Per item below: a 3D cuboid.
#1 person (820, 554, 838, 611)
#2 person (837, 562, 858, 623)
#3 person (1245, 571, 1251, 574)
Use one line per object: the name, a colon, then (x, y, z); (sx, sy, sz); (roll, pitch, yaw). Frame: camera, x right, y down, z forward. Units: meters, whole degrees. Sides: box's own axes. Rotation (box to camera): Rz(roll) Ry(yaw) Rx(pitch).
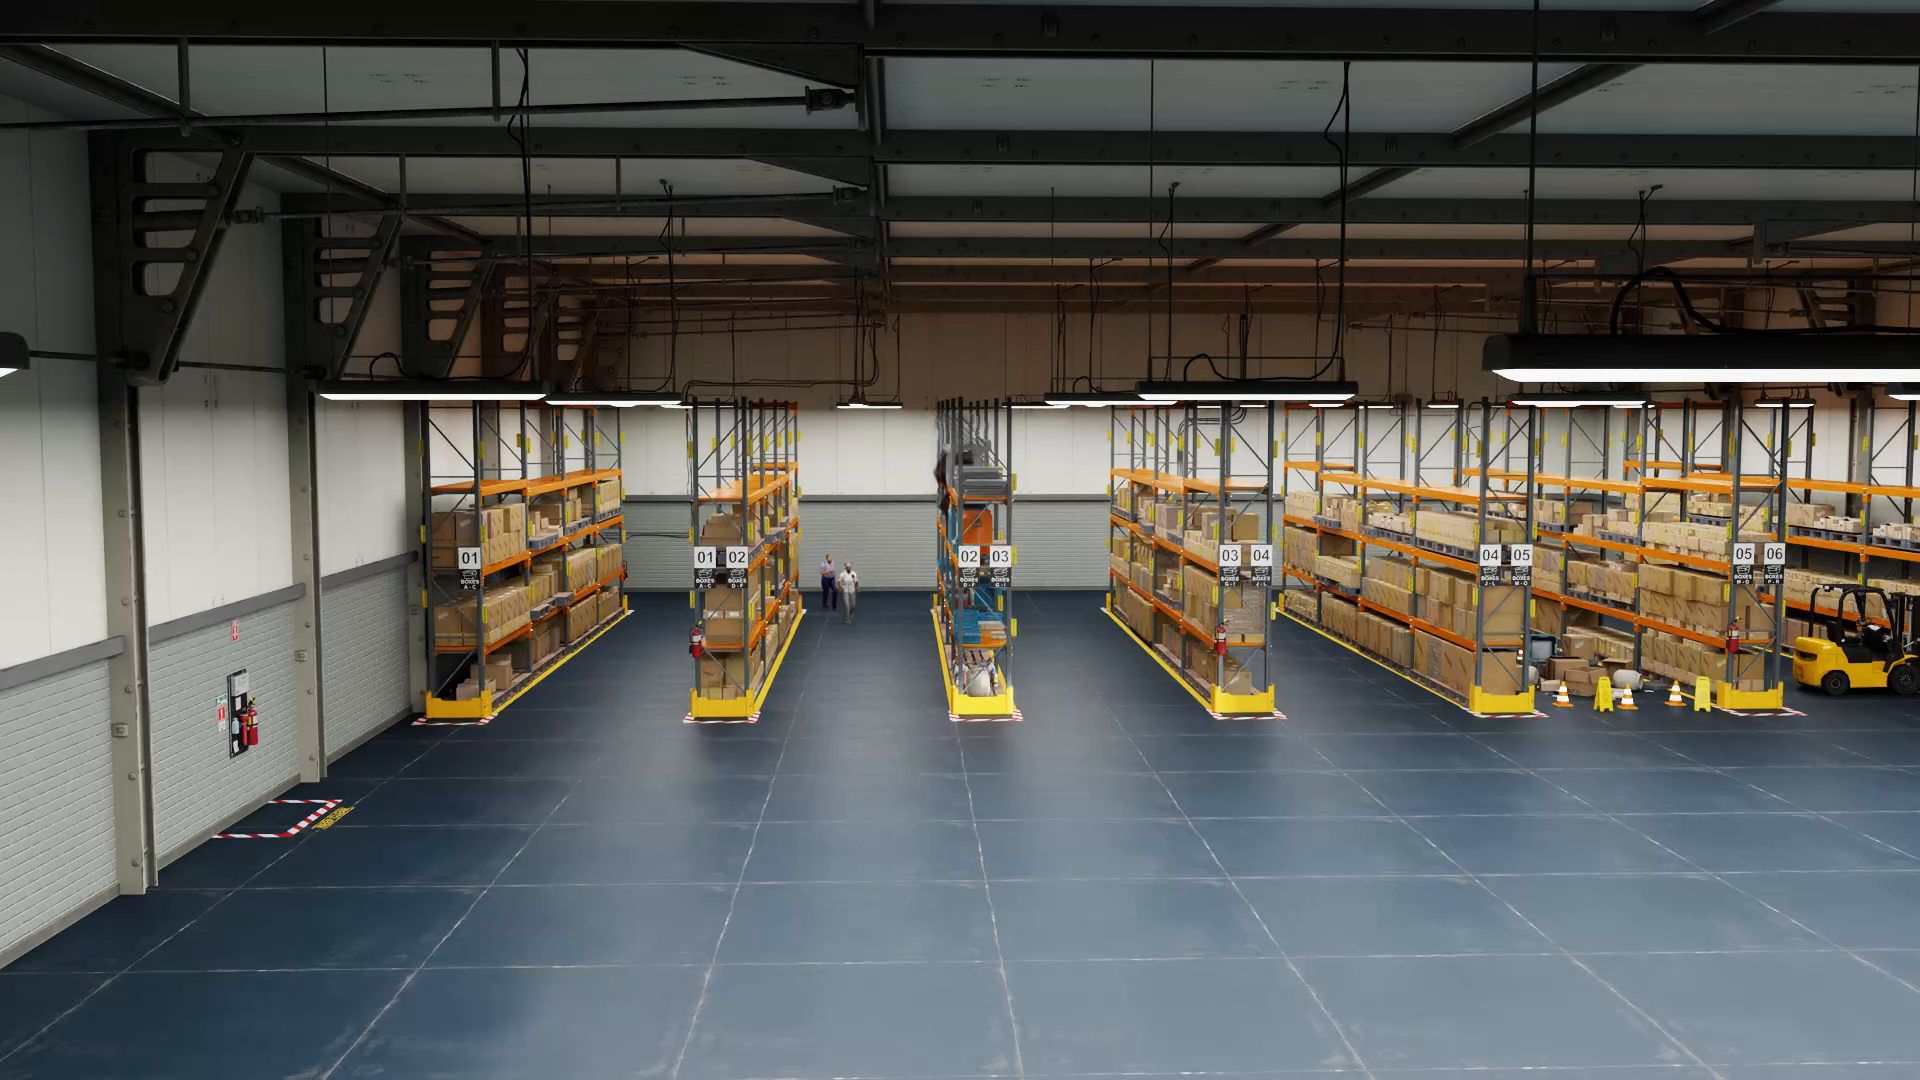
person: (-3.820, 1.241, 47.987); (0.588, 1.706, 0.764); (-2, 5, -29)
person: (-3.040, 1.418, 45.089); (0.595, 1.659, 0.537); (-1, 5, -12)
person: (8.132, 1.193, 46.959); (0.665, 1.794, 0.990); (0, 4, 5)
